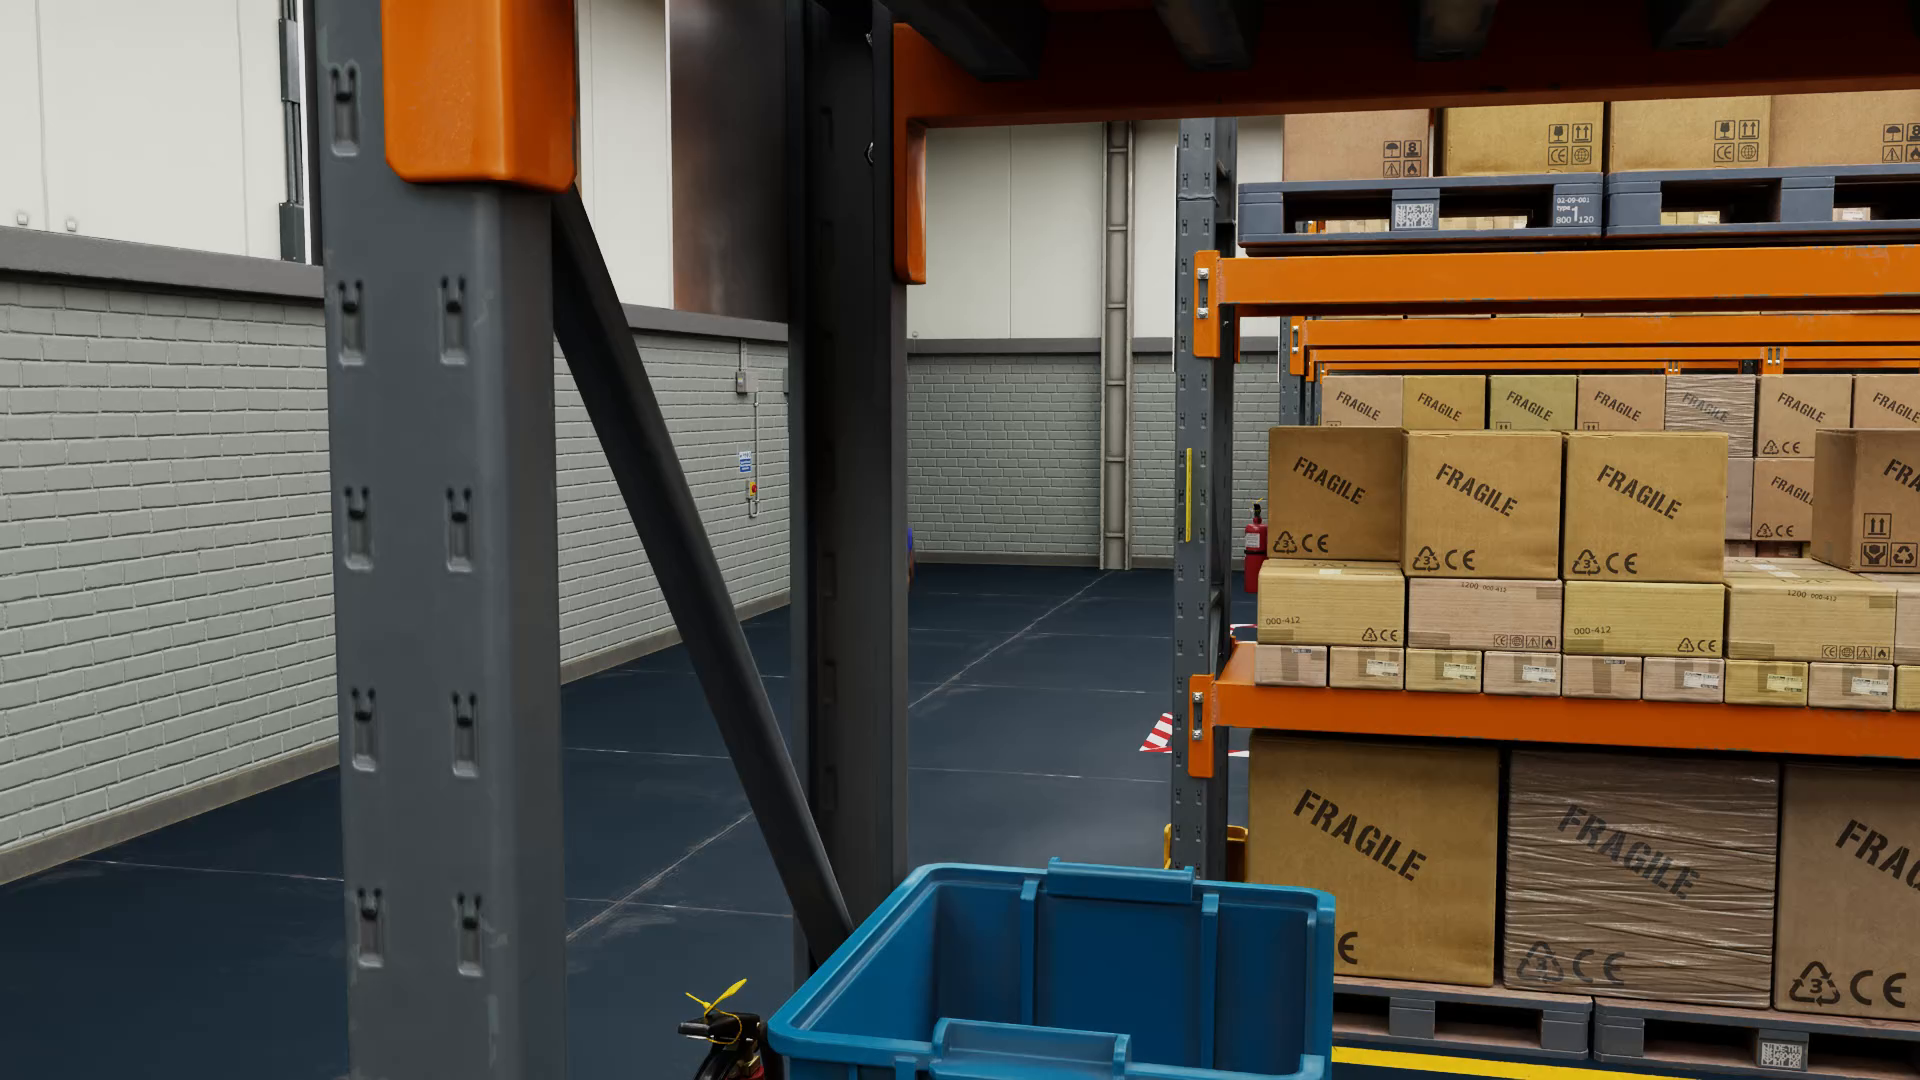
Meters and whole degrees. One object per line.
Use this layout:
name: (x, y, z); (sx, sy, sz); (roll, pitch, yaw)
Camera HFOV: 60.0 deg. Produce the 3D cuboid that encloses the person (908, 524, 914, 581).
person: (-0.768, 0.191, 19.195); (0.427, 0.955, 0.876); (1, 5, 11)
